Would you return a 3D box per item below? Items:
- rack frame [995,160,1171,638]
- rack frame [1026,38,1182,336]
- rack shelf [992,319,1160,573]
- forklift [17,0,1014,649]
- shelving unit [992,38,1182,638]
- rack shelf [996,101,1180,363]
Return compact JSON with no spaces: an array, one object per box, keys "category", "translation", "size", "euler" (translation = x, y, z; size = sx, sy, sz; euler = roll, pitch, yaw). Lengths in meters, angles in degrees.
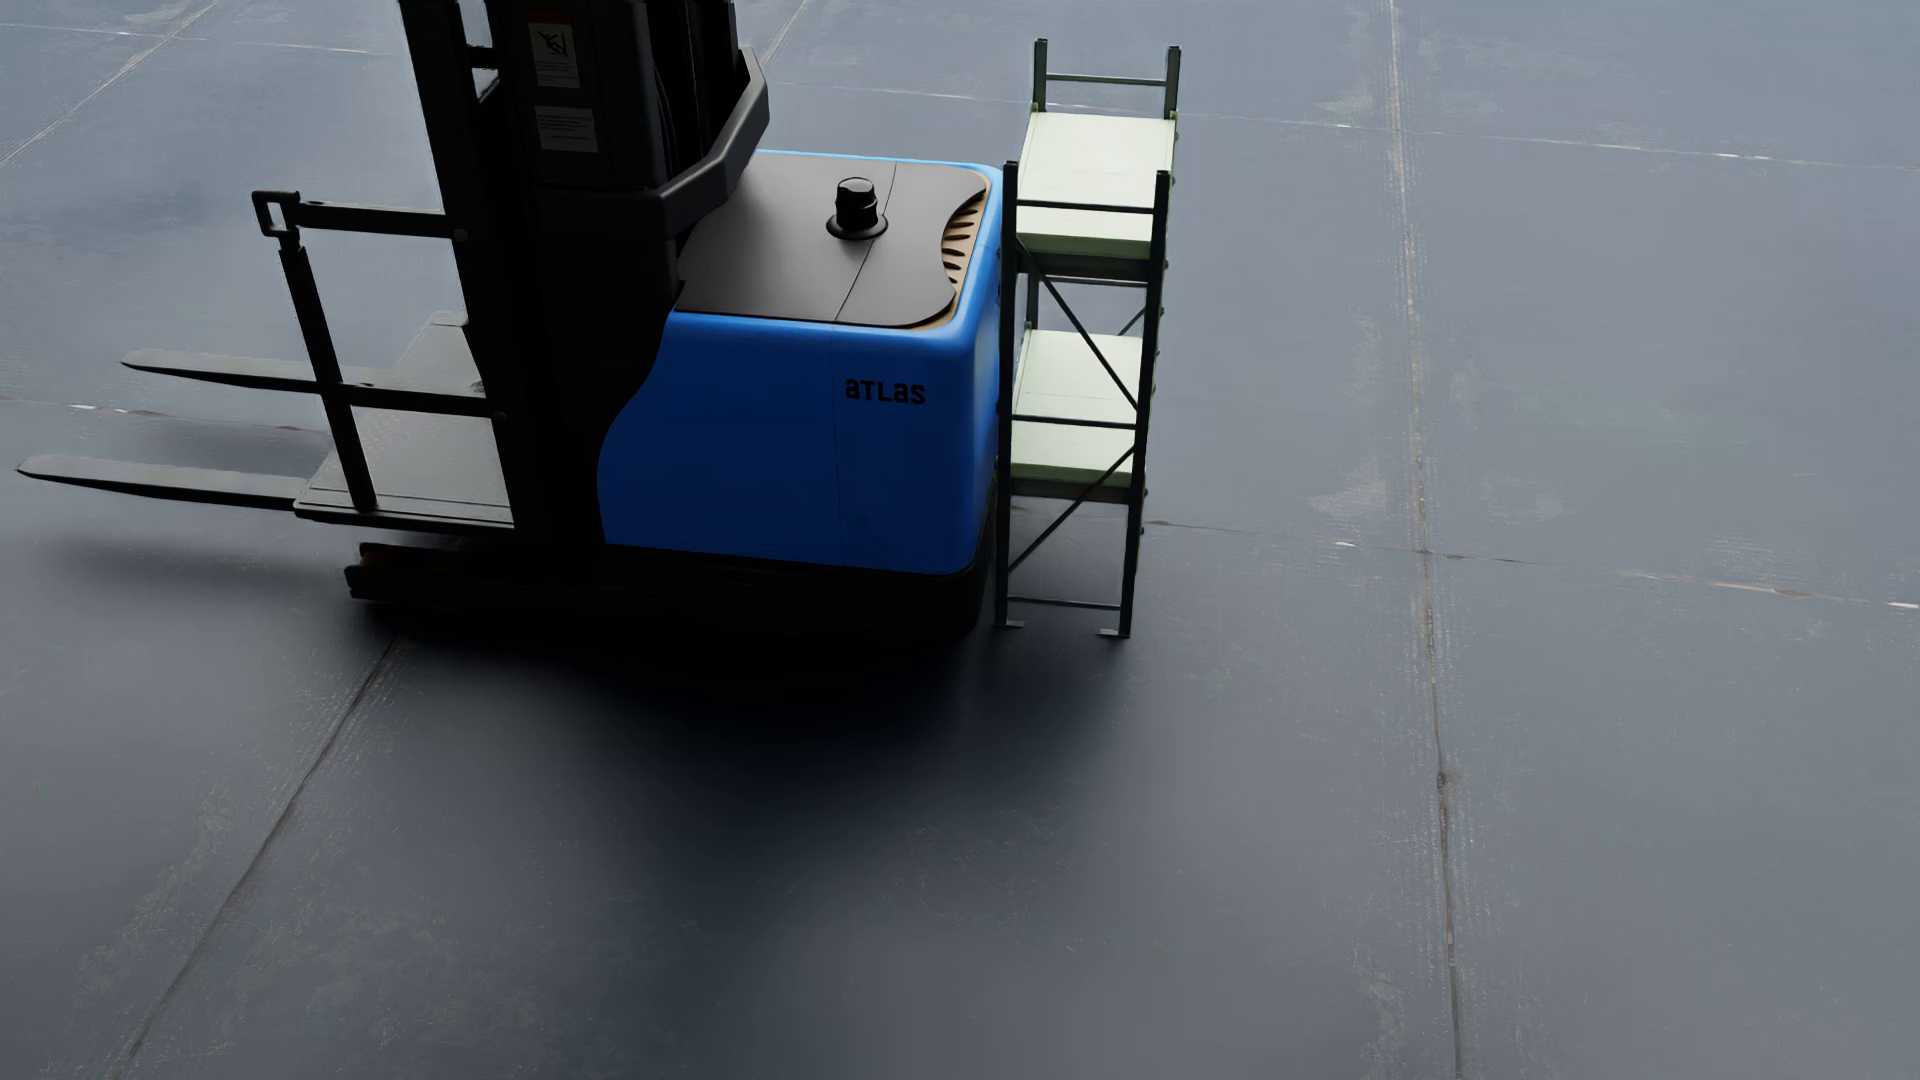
[{"category":"rack frame","translation":[0.303,-0.313,4.451],"size":[0.400,1.500,0.023],"euler":[5,40,6]},{"category":"rack frame","translation":[0.403,-0.775,5.010],"size":[0.400,1.500,0.023],"euler":[5,40,6]},{"category":"rack shelf","translation":[0.353,-0.292,4.938],"size":[0.431,0.370,0.720],"euler":[5,40,6]},{"category":"forklift","translation":[-1.386,-1.244,4.454],"size":[3.031,2.935,1.130],"euler":[5,40,6]},{"category":"shelving unit","translation":[0.353,-0.544,4.730],"size":[0.431,1.500,0.755],"euler":[5,40,6]},{"category":"rack shelf","translation":[0.353,-0.844,4.482],"size":[0.431,0.370,0.720],"euler":[5,40,6]}]
